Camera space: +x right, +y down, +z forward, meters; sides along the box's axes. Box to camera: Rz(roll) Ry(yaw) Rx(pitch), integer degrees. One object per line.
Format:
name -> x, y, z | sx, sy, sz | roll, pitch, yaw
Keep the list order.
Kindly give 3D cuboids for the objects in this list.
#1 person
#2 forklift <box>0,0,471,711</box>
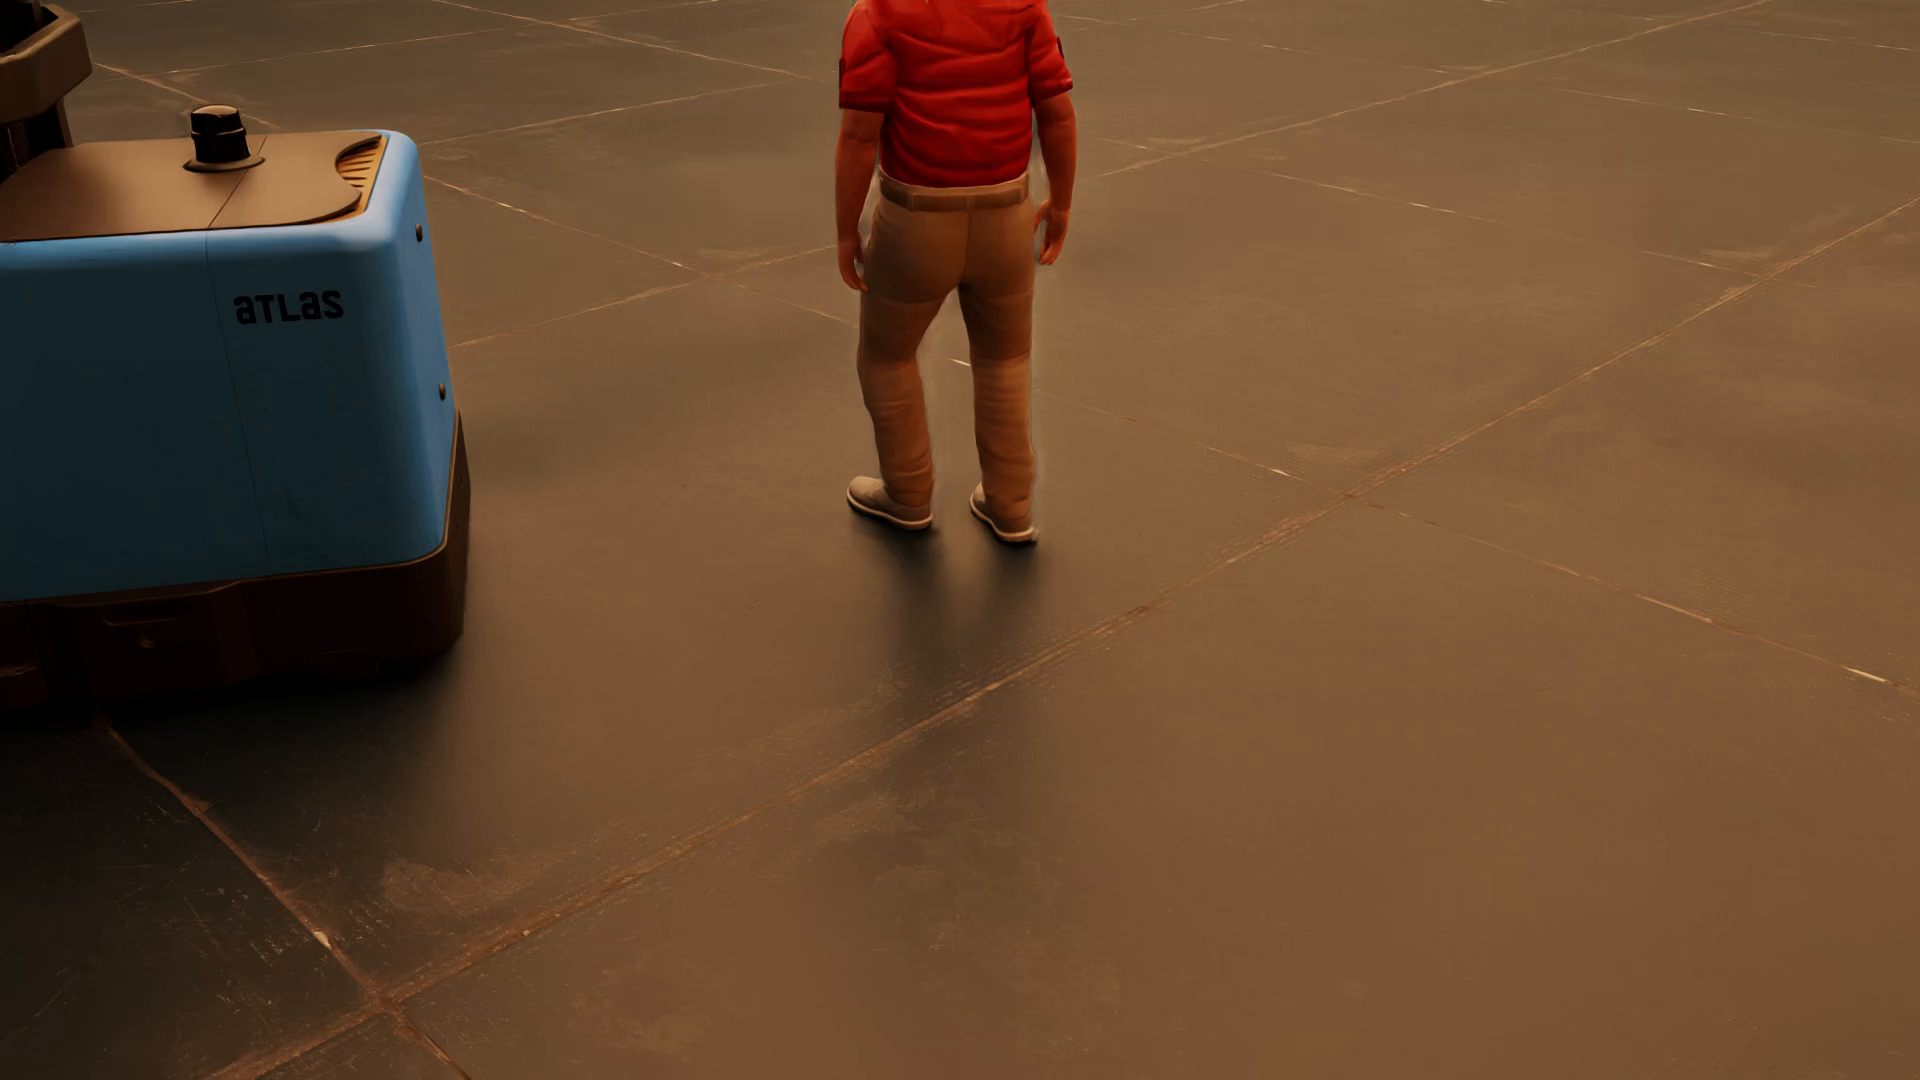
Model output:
person -> -0.033, -0.822, 4.275 | 0.637, 1.711, 0.504 | -7, 27, -14
forklift -> -2.752, -1.061, 3.378 | 3.031, 2.935, 1.130 | -6, 27, -12
